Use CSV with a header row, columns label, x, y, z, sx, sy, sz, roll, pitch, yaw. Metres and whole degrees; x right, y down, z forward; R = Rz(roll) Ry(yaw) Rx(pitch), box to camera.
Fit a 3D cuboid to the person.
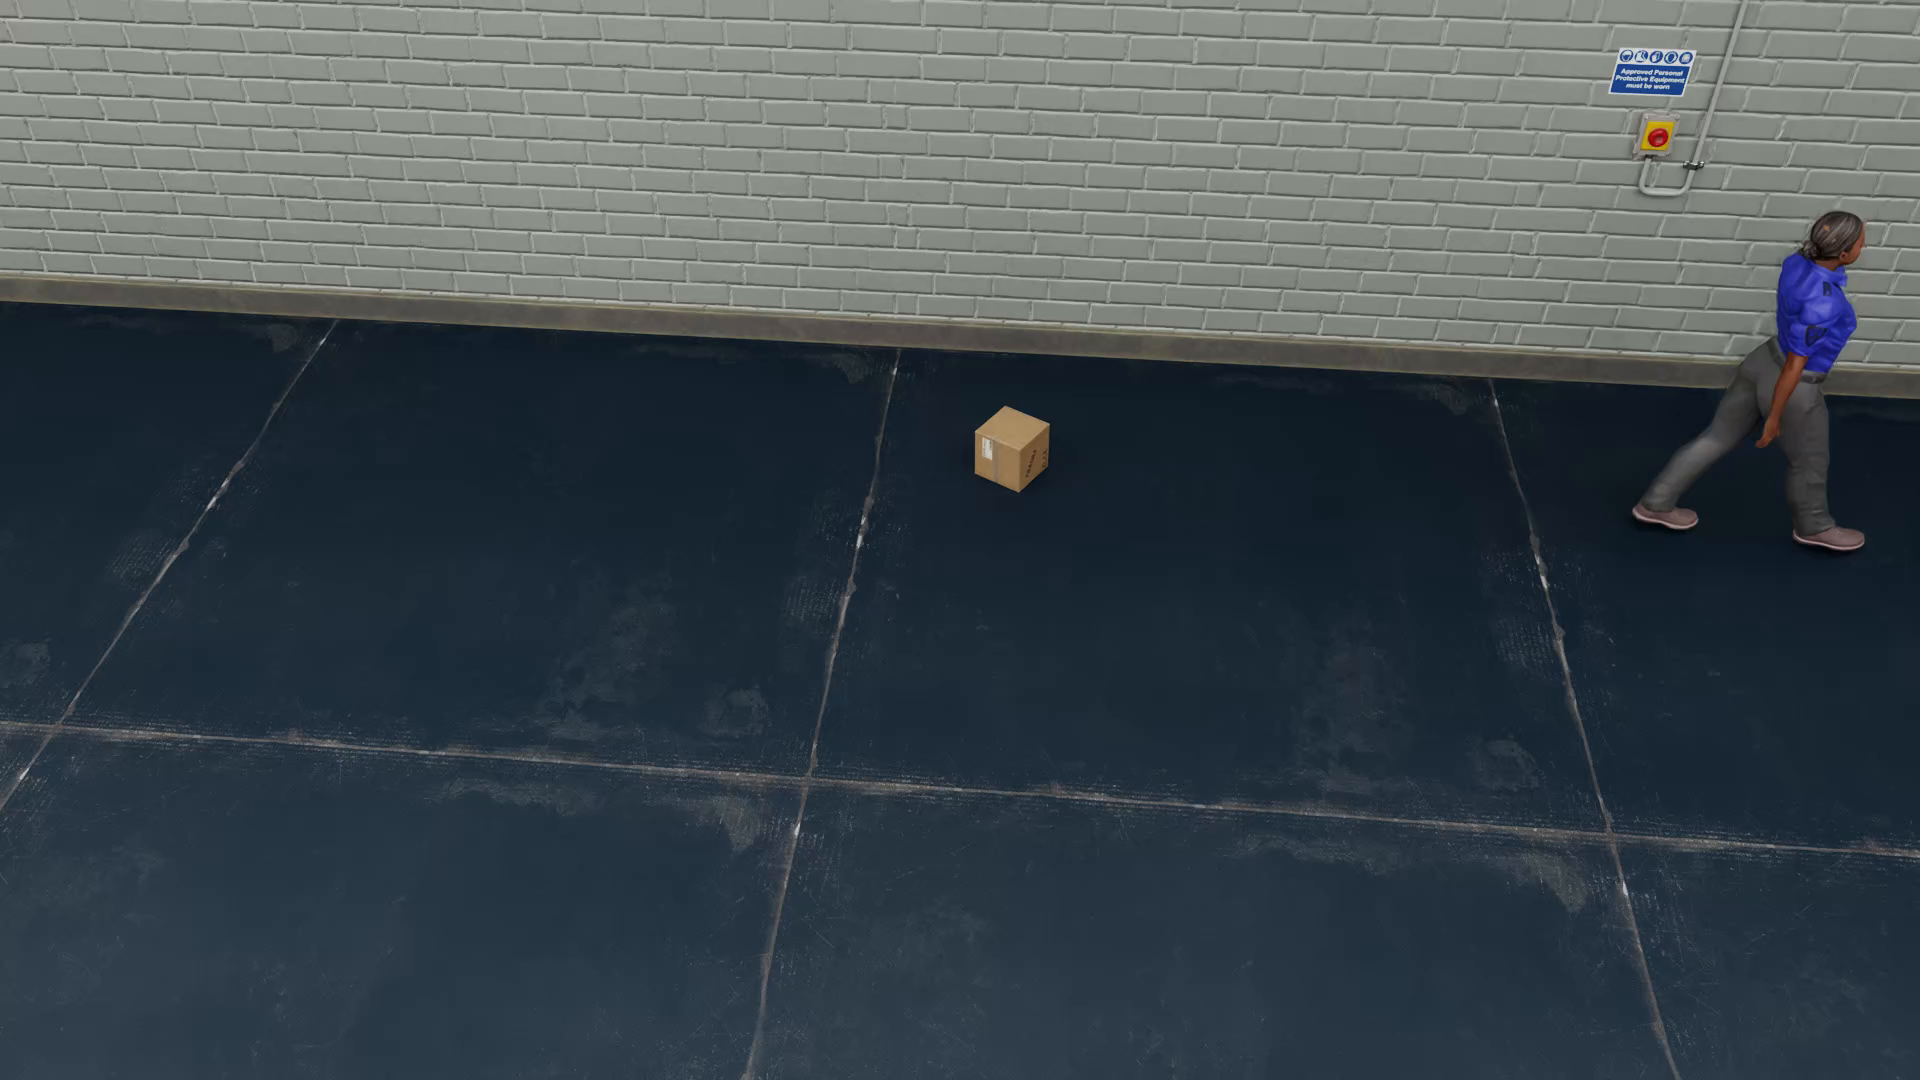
label,x,y,z,sx,sy,sz,roll,pitch,yaw
person,3.499,-0.667,6.933,0.980,1.593,0.477,0,40,0
